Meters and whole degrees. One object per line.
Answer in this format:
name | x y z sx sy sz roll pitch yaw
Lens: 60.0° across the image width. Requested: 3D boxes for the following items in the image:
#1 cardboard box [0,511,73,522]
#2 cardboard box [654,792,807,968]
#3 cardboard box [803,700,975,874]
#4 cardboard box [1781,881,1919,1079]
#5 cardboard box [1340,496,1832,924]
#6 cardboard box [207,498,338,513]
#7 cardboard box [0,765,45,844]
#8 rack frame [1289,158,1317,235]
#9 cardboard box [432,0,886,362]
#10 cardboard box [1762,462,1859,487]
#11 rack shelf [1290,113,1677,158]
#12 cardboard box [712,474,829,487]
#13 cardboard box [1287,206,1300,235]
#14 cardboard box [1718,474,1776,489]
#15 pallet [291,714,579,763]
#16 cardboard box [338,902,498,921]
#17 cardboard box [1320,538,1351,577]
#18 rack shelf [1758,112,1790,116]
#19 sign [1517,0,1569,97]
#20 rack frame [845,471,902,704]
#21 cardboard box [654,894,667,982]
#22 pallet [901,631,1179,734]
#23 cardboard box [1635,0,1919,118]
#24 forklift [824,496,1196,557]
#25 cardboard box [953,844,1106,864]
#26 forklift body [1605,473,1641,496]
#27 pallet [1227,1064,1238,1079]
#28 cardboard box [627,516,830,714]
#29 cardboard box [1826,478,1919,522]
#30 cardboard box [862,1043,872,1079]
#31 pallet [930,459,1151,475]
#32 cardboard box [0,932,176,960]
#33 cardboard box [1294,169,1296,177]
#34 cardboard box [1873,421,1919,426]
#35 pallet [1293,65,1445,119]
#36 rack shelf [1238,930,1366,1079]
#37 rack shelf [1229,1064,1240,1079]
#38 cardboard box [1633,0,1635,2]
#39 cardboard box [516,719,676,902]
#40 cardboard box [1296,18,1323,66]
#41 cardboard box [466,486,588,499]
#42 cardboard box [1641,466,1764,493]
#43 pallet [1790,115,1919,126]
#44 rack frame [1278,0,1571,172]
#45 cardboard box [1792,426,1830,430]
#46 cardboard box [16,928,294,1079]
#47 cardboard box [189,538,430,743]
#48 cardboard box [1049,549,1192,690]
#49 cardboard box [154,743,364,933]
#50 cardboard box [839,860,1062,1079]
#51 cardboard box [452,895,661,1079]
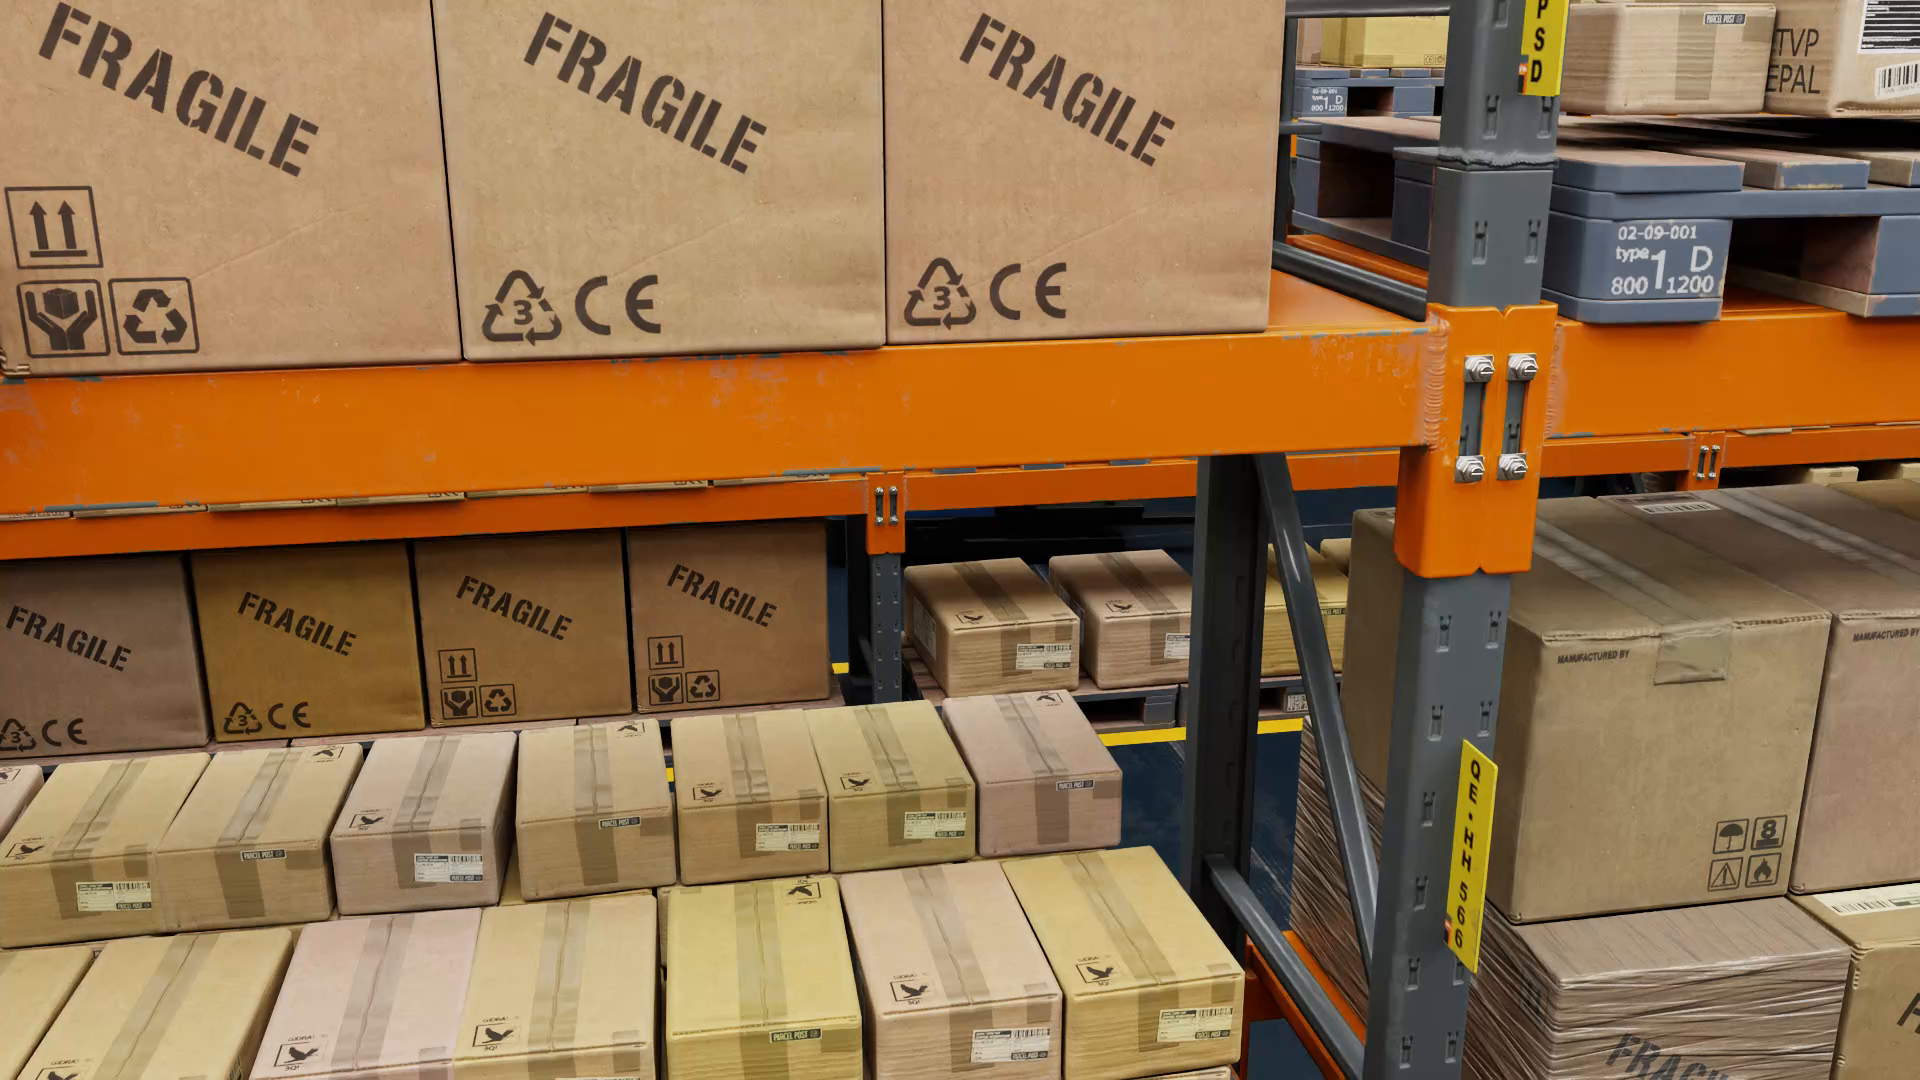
cardboard box | -3.865 -0.261 6.810 0.500 0.250 0.500 -4 17 -12
cardboard box | -0.422 0.592 2.983 0.250 0.149 0.380 -4 17 -12
cardboard box | -0.136 0.434 2.988 0.250 0.149 0.380 -4 17 -12
cardboard box | 1.609 0.790 2.962 0.500 0.500 0.500 -3 17 -11
cardboard box | 1.061 0.266 2.964 0.500 0.500 0.700 -3 17 -11
cardboard box | -2.851 -0.315 6.983 0.500 0.250 0.500 -3 17 -11
cardboard box | -1.672 0.521 2.707 0.250 0.149 0.380 -4 18 -13
rack frame | 2.562 -2.261 13.064 0.127 3.000 1.000 -3 17 -10
cardboard box | -0.383 -0.531 2.153 0.500 0.500 0.500 -3 17 -10
cardboard box | 4.272 -0.330 8.363 0.250 0.149 0.380 -3 17 -10
rack shelf | 1.544 -1.809 7.709 4.000 0.370 1.077 -3 17 -10
cardboard box | -0.867 -0.433 7.368 0.500 0.250 0.500 -4 17 -12
cardboard box | 2.952 -2.412 13.385 0.500 0.500 0.500 -3 17 -11
cardboard box | 4.138 -0.030 8.492 0.500 0.500 0.500 -2 17 -8
pallet | -2.404 0.815 7.800 1.213 0.211 1.003 -3 17 -10
cardboard box | -0.914 0.619 2.893 0.250 0.149 0.380 -3 17 -10
cardboard box | 2.287 0.296 8.499 0.625 0.372 0.950 -2 17 -7
rack shelf | 5.471 -2.032 8.434 4.000 0.370 1.077 -3 17 -10
sign | 0.719 -0.711 2.027 0.005 0.325 0.100 -3 17 -10
rack frame | -0.420 -0.608 7.681 0.127 3.000 1.000 -3 17 -10
cardboard box | -0.652 0.745 2.989 0.250 0.149 0.380 -2 17 -8
pallet | 0.347 0.682 8.231 1.213 0.211 1.003 -3 17 -10
cardboard box | 1.371 -0.803 2.474 0.500 0.311 0.500 -3 17 -10
forklift | 0.626 -1.416 10.429 3.031 2.935 1.130 -1 17 -4
cardboard box | 0.106 0.560 3.086 0.250 0.149 0.380 -2 17 -8
forklift body | 4.974 -1.447 11.858 1.214 2.155 2.313 -3 17 -10
pallet | -0.061 0.976 2.852 1.003 0.211 1.213 -3 17 -10
cardboard box | -1.114 0.222 7.884 0.875 0.875 0.875 -3 17 -11
cardboard box | 2.060 0.208 3.152 0.500 0.500 0.700 -4 17 -11
cardboard box | -0.042 0.765 2.418 0.250 0.149 0.380 -3 17 -8
pallet | 0.259 -0.586 7.938 1.003 0.211 1.213 -3 17 -10
cardboard box | -1.423 0.648 2.798 0.250 0.149 0.380 -3 17 -8
cardboard box | 2.818 -2.866 13.252 0.250 0.149 0.380 -3 17 -10
cardboard box | 4.620 -0.692 8.383 0.250 0.149 0.380 -3 17 -9
pallet | 1.863 -2.112 7.791 1.003 0.211 1.213 -3 17 -10
rack shelf | 2.582 1.046 3.522 4.000 0.370 1.077 -3 17 -10
rack shelf | -1.346 1.269 2.796 4.000 0.370 1.077 -3 17 -10
cardboard box | 1.587 -0.971 3.021 0.500 0.311 0.500 -3 17 -10
cardboard box | -0.638 0.461 2.900 0.250 0.149 0.380 -4 18 -13
cardboard box | 1.869 -2.413 7.992 0.500 0.250 0.500 -3 17 -11
cardboard box | -1.864 -0.376 7.184 0.500 0.250 0.500 -3 17 -11
cardboard box | 4.037 -0.185 8.997 0.500 0.500 0.500 -3 17 -11
pallet | 2.338 -0.644 3.013 1.213 0.211 1.003 -2 17 -8
rack frame | 0.618 -2.054 2.172 0.127 3.000 1.000 -3 17 -10
cardboard box | 4.115 -0.664 8.294 0.250 0.149 0.380 -3 17 -9
cardboard box | -1.046 0.680 2.190 0.250 0.149 0.380 -2 17 -8
cardboard box | -2.869 0.320 7.564 0.875 0.875 0.875 -3 17 -9
cardboard box | 0.859 0.376 8.240 0.625 0.372 0.950 -4 17 -12
cardboard box | -1.163 0.492 2.799 0.250 0.149 0.380 -3 17 -9
cardboard box | -0.023 0.622 2.379 0.250 0.149 0.380 -3 17 -11
cardboard box | -0.542 0.652 2.279 0.250 0.149 0.380 -3 17 -9
